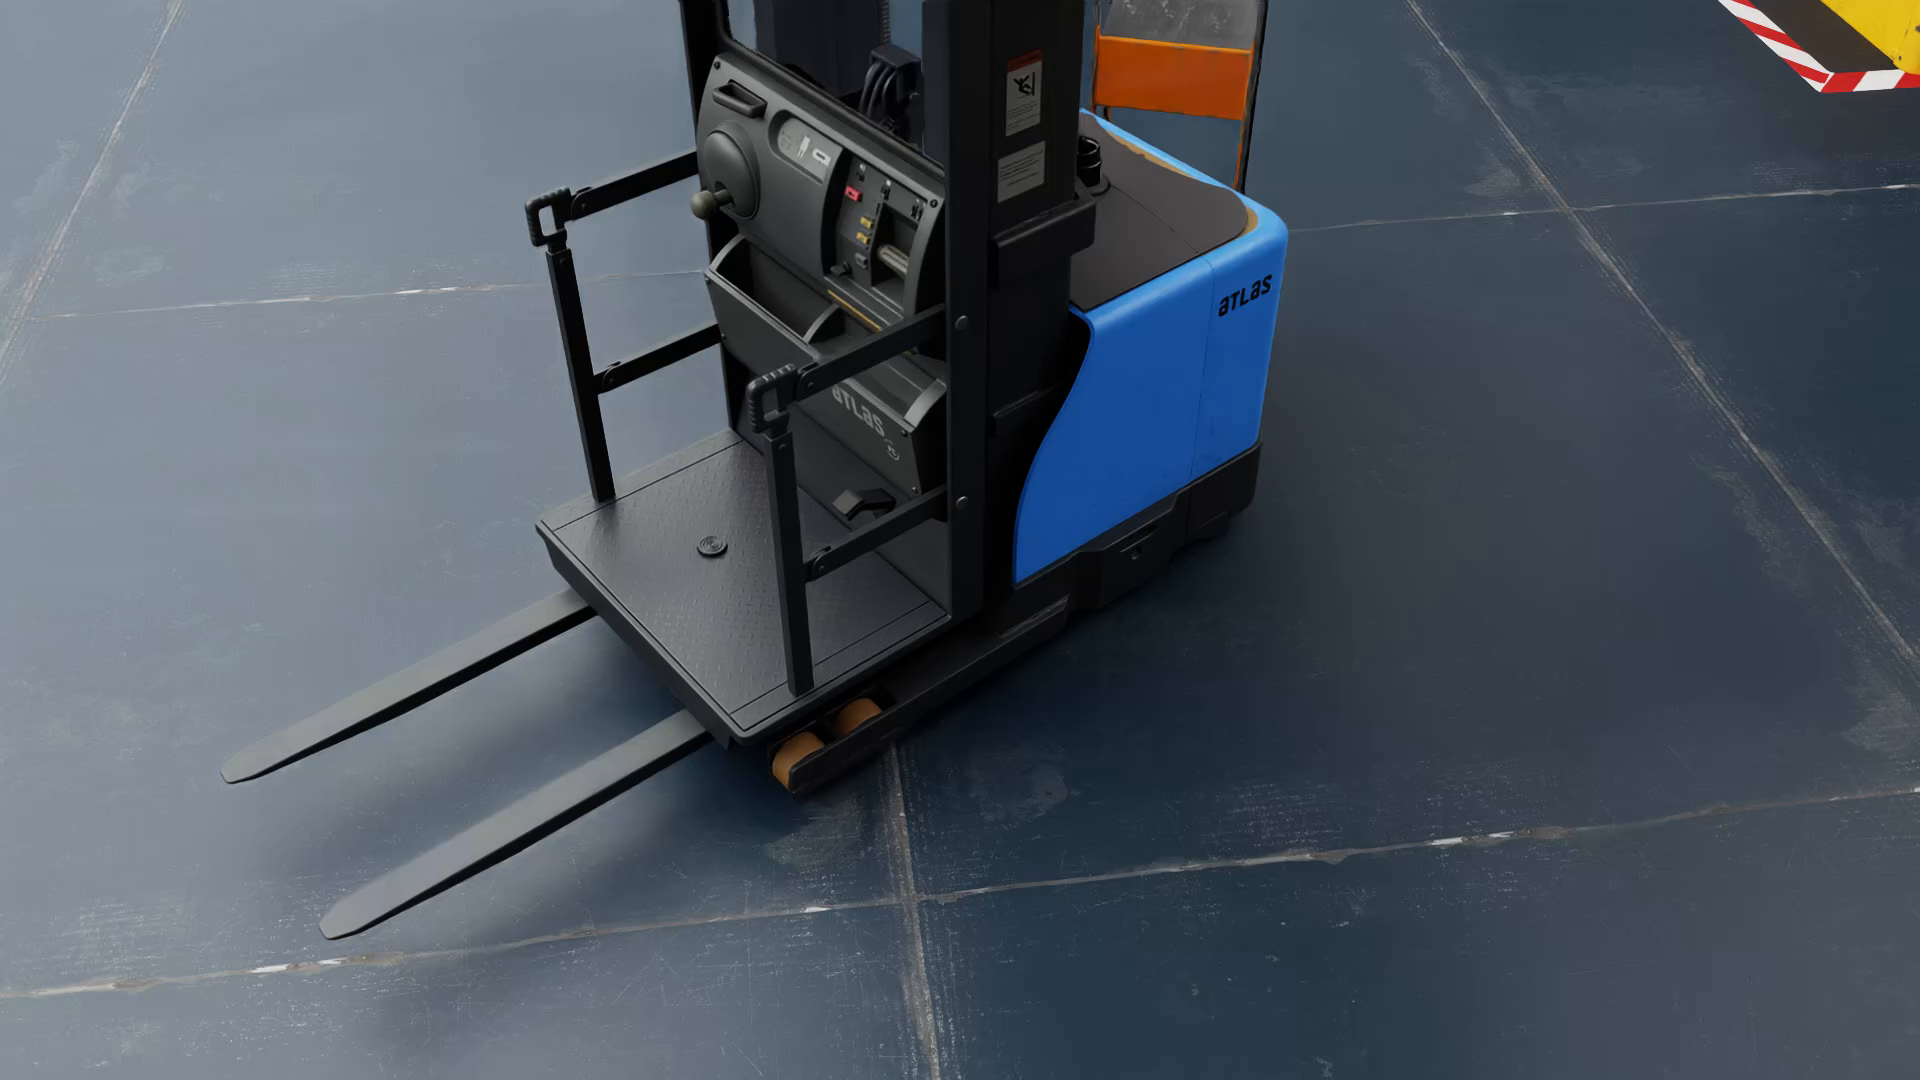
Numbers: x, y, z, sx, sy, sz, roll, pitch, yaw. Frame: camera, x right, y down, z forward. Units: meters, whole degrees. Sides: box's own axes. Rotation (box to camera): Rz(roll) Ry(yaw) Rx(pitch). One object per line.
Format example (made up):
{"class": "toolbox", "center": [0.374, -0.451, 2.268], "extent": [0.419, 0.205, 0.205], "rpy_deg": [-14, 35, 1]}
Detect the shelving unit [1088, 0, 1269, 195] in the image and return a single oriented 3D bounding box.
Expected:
{"class": "shelving unit", "center": [0.693, -1.471, 5.313], "extent": [0.503, 2.100, 0.431], "rpy_deg": [9, 43, 10]}

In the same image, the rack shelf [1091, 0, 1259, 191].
{"class": "rack shelf", "center": [0.693, -1.460, 5.322], "extent": [0.480, 0.518, 0.431], "rpy_deg": [9, 43, 10]}

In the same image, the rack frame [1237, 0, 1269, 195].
{"class": "rack frame", "center": [0.930, -1.434, 5.272], "extent": [0.015, 2.100, 0.400], "rpy_deg": [9, 43, 10]}

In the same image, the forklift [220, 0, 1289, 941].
{"class": "forklift", "center": [-0.520, -0.805, 3.954], "extent": [3.031, 2.935, 1.130], "rpy_deg": [-29, 49, -28]}

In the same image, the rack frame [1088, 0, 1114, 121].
{"class": "rack frame", "center": [0.455, -1.507, 5.353], "extent": [0.015, 2.100, 0.400], "rpy_deg": [9, 43, 10]}

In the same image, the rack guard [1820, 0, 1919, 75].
{"class": "rack guard", "center": [4.430, -2.710, 7.881], "extent": [0.348, 0.500, 1.175], "rpy_deg": [-5, 42, -6]}
